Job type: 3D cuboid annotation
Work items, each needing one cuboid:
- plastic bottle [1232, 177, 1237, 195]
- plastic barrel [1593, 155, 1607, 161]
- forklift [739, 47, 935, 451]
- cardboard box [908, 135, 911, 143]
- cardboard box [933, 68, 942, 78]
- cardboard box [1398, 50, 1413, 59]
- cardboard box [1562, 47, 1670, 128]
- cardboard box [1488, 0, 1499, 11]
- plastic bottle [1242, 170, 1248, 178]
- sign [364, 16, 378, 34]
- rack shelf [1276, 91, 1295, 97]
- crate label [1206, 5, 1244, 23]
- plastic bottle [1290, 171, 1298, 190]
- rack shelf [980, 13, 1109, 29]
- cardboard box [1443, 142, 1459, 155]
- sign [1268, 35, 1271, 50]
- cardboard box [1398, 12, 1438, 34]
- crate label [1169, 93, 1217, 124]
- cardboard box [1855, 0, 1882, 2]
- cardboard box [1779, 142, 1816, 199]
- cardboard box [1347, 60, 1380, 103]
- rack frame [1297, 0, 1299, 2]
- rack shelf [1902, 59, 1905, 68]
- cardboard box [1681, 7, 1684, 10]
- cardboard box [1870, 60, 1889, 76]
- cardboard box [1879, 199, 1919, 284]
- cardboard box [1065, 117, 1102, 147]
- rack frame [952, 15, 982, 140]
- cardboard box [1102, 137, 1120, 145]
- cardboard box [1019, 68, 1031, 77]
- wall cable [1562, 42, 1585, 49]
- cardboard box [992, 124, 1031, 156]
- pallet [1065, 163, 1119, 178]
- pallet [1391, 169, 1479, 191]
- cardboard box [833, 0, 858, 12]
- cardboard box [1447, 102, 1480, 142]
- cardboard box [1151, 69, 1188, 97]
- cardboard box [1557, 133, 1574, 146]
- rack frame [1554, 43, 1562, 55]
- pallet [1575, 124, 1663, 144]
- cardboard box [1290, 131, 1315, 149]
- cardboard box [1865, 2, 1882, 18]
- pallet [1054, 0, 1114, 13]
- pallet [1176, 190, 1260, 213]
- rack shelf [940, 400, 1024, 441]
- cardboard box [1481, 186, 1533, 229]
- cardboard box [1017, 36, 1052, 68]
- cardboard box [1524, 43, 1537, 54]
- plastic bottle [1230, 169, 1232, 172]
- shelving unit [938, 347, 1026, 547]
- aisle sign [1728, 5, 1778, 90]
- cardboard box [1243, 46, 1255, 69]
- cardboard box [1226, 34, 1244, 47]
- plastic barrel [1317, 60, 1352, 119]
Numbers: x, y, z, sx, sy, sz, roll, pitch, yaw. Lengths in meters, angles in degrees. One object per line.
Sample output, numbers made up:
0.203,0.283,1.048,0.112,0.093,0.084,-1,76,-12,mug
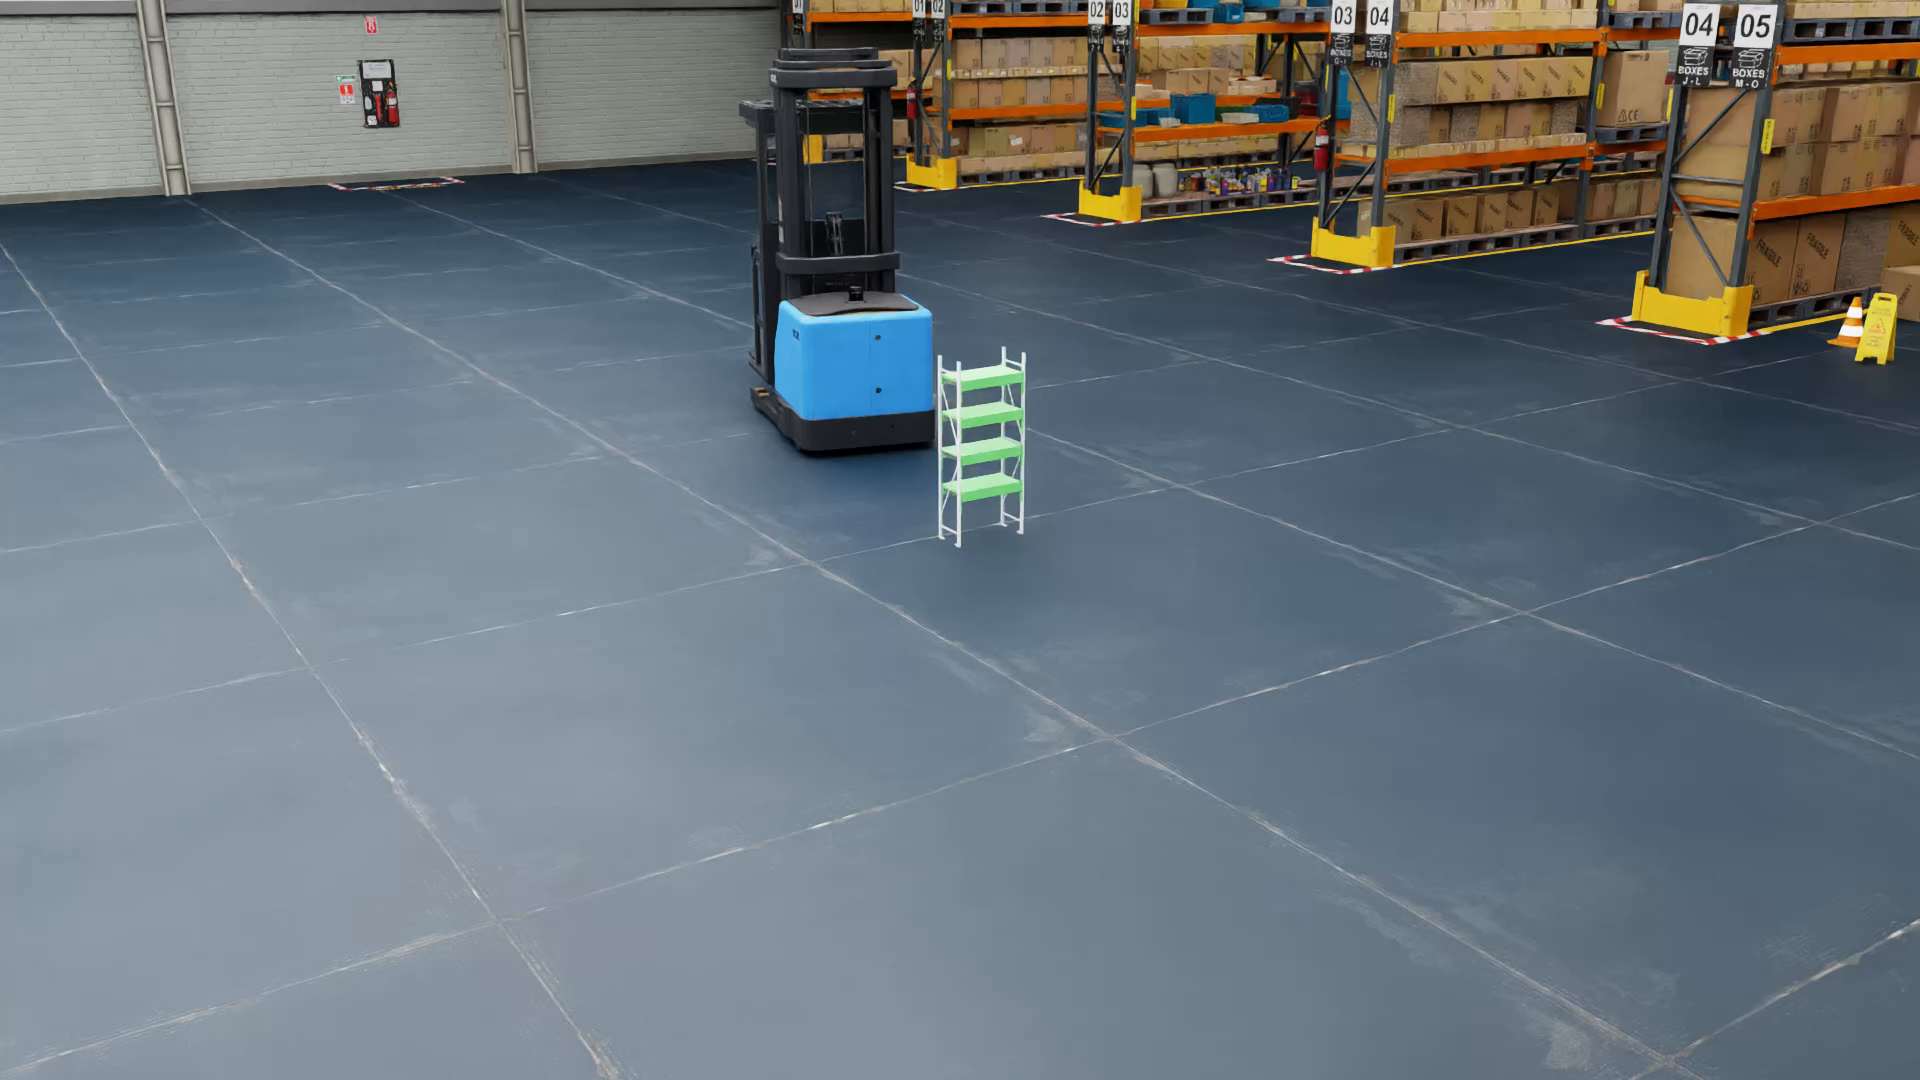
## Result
4.293,-5.554,26.063,0.097,0.271,0.097,0,19,0,plastic bottle
11.796,-7.552,31.019,0.708,0.901,0.600,-12,22,-31,plastic barrel
-1.140,-2.492,13.541,1.130,2.935,3.031,-6,20,-17,forklift
-1.217,-8.260,34.259,0.250,0.149,0.380,-14,23,-36,cardboard box
-0.269,-8.123,28.919,0.250,0.149,0.380,-12,22,-32,cardboard box
9.020,-9.986,34.788,0.700,0.500,0.500,14,23,35,cardboard box
9.043,-6.290,23.073,1.000,1.000,1.000,-12,22,-31,cardboard box
6.607,-6.801,21.107,0.250,0.149,0.380,-12,22,-32,cardboard box
4.621,-5.856,26.955,0.097,0.271,0.097,0,19,0,plastic bottle
-10.259,-8.970,28.975,0.199,0.298,0.001,-12,22,-31,sign
7.868,-9.070,34.014,4.000,0.370,1.077,-12,22,-31,rack shelf
3.983,-7.916,25.025,0.408,0.251,0.502,-12,22,-31,crate label
5.358,-5.777,26.705,0.133,0.283,0.061,-11,21,-29,plastic bottle
1.800,-11.111,35.367,4.000,0.370,1.077,-12,22,-31,rack shelf
6.177,-5.038,21.354,0.250,0.149,0.380,-12,22,-31,cardboard box
7.118,-11.455,38.261,0.005,0.325,0.100,-12,22,-31,sign
5.506,-6.365,20.439,0.500,0.250,0.500,-11,22,-30,cardboard box
3.626,-6.738,25.935,0.616,0.435,0.502,-12,22,-31,crate label
8.994,-5.587,16.862,0.500,0.250,0.500,-12,22,-32,cardboard box
8.338,-3.906,17.381,0.550,0.550,0.875,-12,22,-31,cardboard box
5.285,-5.824,21.108,0.500,0.500,0.500,-12,22,-31,cardboard box
6.198,-11.901,31.896,0.127,3.000,1.000,-12,22,-31,rack frame
12.616,-5.792,19.633,4.000,0.370,1.077,-12,22,-31,rack shelf
10.553,-7.430,23.591,0.500,0.250,0.500,-11,22,-30,cardboard box
14.455,-7.521,26.585,0.637,0.503,0.797,-13,22,-33,cardboard box
10.382,-3.460,18.957,0.875,0.875,0.875,-12,22,-31,cardboard box
2.298,-7.608,31.032,0.500,0.500,0.500,-12,22,-31,cardboard box
0.130,-9.679,34.690,0.127,3.000,1.000,-12,22,-31,rack frame
3.038,-7.664,31.494,0.500,0.311,0.500,-12,22,-31,cardboard box
1.037,-8.243,29.276,0.250,0.149,0.380,-12,22,-32,cardboard box
15.072,-14.064,43.143,0.112,2.526,3.097,-12,22,-31,wall cable
0.914,-7.117,29.578,0.500,0.500,0.500,-12,22,-31,cardboard box
2.170,-6.905,30.838,1.213,0.211,1.003,-12,22,-31,pallet
8.251,-6.286,29.010,1.213,0.211,1.003,-12,22,-31,pallet
-2.326,-10.529,32.335,0.500,0.500,0.500,-10,21,-28,cardboard box
6.229,-5.474,21.632,0.500,0.500,0.875,-12,22,-31,cardboard box
3.948,-8.625,31.419,0.500,0.500,0.500,-10,21,-28,cardboard box
8.071,-5.427,22.506,0.250,0.149,0.380,-12,22,-31,cardboard box
12.879,-10.468,37.025,0.127,3.000,1.000,-12,22,-31,rack frame
9.021,-5.709,23.247,1.213,0.211,1.003,-12,22,-31,pallet
6.735,-8.087,33.198,0.500,0.500,0.500,-11,22,-29,cardboard box
9.122,-5.400,16.931,0.250,0.149,0.380,-12,22,-32,cardboard box
2.159,-9.576,29.842,1.213,0.211,1.003,-12,22,-31,pallet
3.975,-5.384,26.342,1.213,0.211,1.003,-12,22,-31,pallet
0.138,-0.764,10.582,0.480,0.148,0.258,-12,22,-31,rack shelf
7.472,-4.556,22.785,0.500,0.500,0.500,-5,19,-14,cardboard box
1.233,-8.671,29.529,0.500,0.500,0.700,-12,22,-31,cardboard box
12.238,-10.748,36.136,0.500,0.500,0.500,-11,22,-30,cardboard box
4.358,-5.868,26.973,0.133,0.283,0.061,-11,21,-29,plastic bottle
0.138,-0.598,10.639,0.503,1.200,0.258,-12,22,-31,shelving unit
7.711,-4.794,16.182,0.004,0.787,0.394,-12,22,-31,aisle sign
6.564,-11.137,38.352,0.500,0.500,0.500,-12,22,-32,cardboard box
6.130,-11.403,37.967,0.500,0.250,0.500,-11,22,-30,cardboard box
6.068,-7.253,26.733,0.708,0.901,0.600,-12,22,-31,plastic barrel
